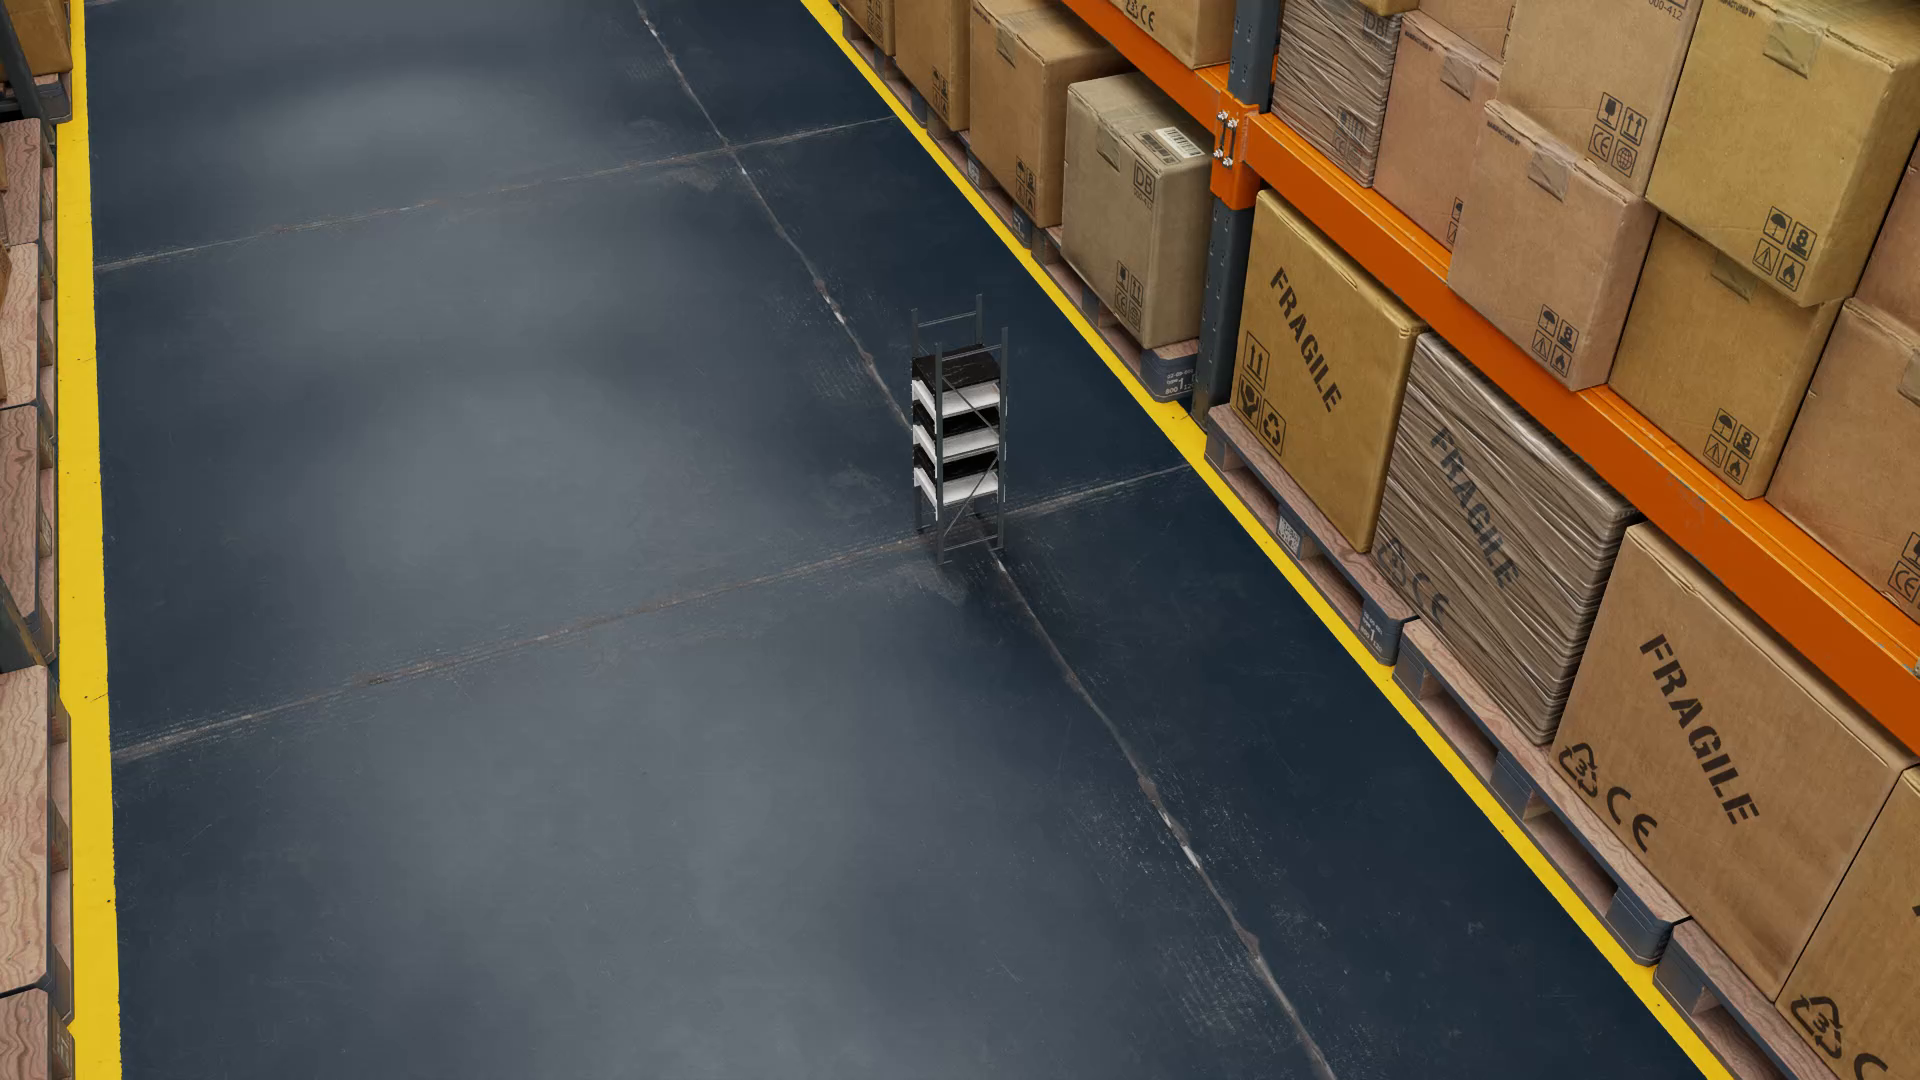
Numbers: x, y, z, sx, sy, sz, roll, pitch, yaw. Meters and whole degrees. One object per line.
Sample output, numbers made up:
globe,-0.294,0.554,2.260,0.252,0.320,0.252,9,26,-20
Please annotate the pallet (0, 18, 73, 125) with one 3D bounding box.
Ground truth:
pallet,-5.030,-2.362,8.335,1.003,0.211,1.213,-15,43,-17

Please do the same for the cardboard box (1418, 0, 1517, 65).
cardboard box,1.781,-1.625,4.396,0.875,0.550,0.550,-15,43,-17

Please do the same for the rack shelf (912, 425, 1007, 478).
rack shelf,-0.003,-0.321,5.484,0.258,0.077,0.200,-15,43,-17

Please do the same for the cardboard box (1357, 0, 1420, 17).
cardboard box,1.464,-1.928,4.748,0.875,0.550,0.550,-15,43,-17

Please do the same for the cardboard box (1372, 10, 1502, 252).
cardboard box,1.738,-1.204,4.735,0.875,0.550,0.550,-15,43,-17

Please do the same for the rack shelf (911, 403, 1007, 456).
rack shelf,-0.003,-0.389,5.425,0.258,0.077,0.200,-15,43,-17

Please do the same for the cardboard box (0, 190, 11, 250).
cardboard box,-4.299,-1.415,6.674,0.700,0.500,0.500,-19,44,-20

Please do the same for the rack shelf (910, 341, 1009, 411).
rack shelf,-0.003,-0.526,5.308,0.258,0.077,0.200,-15,43,-17

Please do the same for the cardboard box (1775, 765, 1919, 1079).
cardboard box,2.564,0.972,3.627,0.875,0.875,0.875,-15,43,-17

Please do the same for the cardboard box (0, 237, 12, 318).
cardboard box,-4.075,-1.075,6.279,0.700,0.500,0.500,-12,42,-13

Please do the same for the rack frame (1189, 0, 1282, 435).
rack frame,1.354,-1.692,5.417,1.000,3.000,0.127,-15,43,-17

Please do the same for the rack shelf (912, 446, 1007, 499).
rack shelf,-0.003,-0.253,5.543,0.258,0.077,0.200,-15,43,-17

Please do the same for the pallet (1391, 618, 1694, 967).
pallet,2.044,0.579,4.915,1.003,0.211,1.213,-15,43,-17

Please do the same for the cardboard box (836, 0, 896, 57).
cardboard box,-0.026,-3.019,8.363,1.050,0.750,0.750,-16,43,-17

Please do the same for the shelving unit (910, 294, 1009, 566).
shelving unit,-0.003,-0.346,5.462,0.258,0.900,0.210,-15,43,-17

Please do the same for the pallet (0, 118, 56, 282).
pallet,-4.500,-1.397,7.213,1.003,0.211,1.213,-15,43,-17

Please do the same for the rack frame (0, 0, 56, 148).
rack frame,-4.797,-2.925,6.851,1.000,3.000,0.127,-15,43,-17

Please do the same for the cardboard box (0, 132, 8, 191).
cardboard box,-4.523,-1.746,7.059,0.700,0.500,0.500,-17,44,-19

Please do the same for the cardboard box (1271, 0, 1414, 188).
cardboard box,1.506,-1.530,5.113,0.875,0.550,0.550,-15,43,-17

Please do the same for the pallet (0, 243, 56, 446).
pallet,-4.037,-0.663,6.359,1.003,0.211,1.213,-15,43,-17

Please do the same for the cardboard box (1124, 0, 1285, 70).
cardboard box,0.908,-1.978,5.673,0.500,0.500,0.500,-15,43,-17

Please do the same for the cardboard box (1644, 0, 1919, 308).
cardboard box,2.071,-0.949,3.609,0.875,0.550,0.500,-15,43,-17

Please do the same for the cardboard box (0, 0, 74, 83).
cardboard box,-5.042,-2.700,7.897,1.225,0.875,0.875,-17,44,-19

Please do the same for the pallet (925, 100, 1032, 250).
pallet,0.519,-1.817,7.701,1.003,0.211,1.213,-15,43,-17

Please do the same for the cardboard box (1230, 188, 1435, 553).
cardboard box,1.530,-0.650,5.512,0.875,0.875,0.875,-14,43,-16

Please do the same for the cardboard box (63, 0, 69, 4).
cardboard box,-5.376,-3.239,8.523,1.225,0.875,0.875,-15,43,-17

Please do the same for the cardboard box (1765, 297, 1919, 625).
cardboard box,2.372,-0.246,3.621,0.875,0.550,0.550,-15,43,-17

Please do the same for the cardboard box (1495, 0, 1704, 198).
cardboard box,1.861,-1.266,3.978,0.875,0.550,0.550,-15,43,-17

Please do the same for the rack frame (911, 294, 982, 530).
rack frame,-0.042,-0.407,5.534,0.240,0.900,0.006,-15,43,-17

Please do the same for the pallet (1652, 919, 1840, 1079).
pallet,2.506,1.313,4.062,1.003,0.211,1.213,-15,43,-17

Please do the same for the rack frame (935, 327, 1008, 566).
rack frame,0.036,-0.285,5.391,0.240,0.900,0.006,-15,43,-17

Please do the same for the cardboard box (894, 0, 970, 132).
cardboard box,0.311,-2.493,7.752,1.050,0.750,0.750,-14,43,-16

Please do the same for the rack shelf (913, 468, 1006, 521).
rack shelf,-0.003,-0.184,5.601,0.258,0.077,0.200,-15,43,-17

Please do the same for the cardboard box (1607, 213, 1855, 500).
cardboard box,2.131,-0.555,3.980,0.875,0.550,0.500,-15,43,-17

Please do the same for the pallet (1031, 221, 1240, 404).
pallet,0.989,-1.081,6.845,1.003,0.211,1.213,-15,43,-17

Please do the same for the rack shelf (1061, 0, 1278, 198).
rack shelf,0.589,-2.624,7.053,1.077,0.370,4.000,-15,43,-17

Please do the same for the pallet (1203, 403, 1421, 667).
pallet,1.573,-0.157,5.771,1.003,0.211,1.213,-15,43,-17

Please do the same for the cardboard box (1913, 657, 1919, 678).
cardboard box,2.470,0.122,3.192,0.875,0.550,0.550,-15,43,-17

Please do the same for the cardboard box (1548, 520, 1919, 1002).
cardboard box,2.226,0.442,4.243,0.875,0.875,0.875,-16,43,-18

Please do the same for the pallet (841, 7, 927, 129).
pallet,0.056,-2.551,8.554,1.003,0.211,1.213,-15,43,-17

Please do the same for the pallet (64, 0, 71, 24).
pallet,-5.492,-3.096,9.188,1.003,0.211,1.213,-15,43,-17

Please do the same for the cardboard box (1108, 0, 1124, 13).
cardboard box,0.714,-2.282,6.027,0.500,0.500,0.500,-16,43,-17

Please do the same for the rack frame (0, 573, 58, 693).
rack frame,-3.267,-0.516,4.049,1.000,3.000,0.127,-15,43,-17

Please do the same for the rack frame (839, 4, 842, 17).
rack frame,-0.176,-4.102,8.219,1.000,3.000,0.127,-15,43,-17

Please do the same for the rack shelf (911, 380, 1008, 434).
rack shelf,-0.003,-0.457,5.367,0.258,0.077,0.200,-15,43,-17

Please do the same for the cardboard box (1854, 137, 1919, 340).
cardboard box,2.394,-0.662,3.276,0.875,0.550,0.550,-15,43,-17

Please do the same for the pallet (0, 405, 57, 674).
pallet,-3.566,0.073,5.503,1.003,0.211,1.213,-15,43,-17

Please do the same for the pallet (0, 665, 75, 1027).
pallet,-2.977,0.937,4.498,1.003,0.211,1.213,-15,43,-17

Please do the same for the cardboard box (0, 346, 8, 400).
cardboard box,-3.862,-0.739,5.888,0.700,0.500,0.500,-19,44,-20

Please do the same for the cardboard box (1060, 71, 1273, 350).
cardboard box,1.034,-1.350,6.423,1.050,0.750,0.750,-15,43,-17

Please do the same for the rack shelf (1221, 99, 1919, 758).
rack shelf,2.119,-0.215,4.251,1.077,0.370,4.000,-15,43,-17

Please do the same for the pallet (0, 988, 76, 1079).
pallet,-2.507,1.673,3.642,1.003,0.211,1.213,-15,43,-17

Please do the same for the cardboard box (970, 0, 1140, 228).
cardboard box,0.668,-1.932,7.099,1.050,0.750,0.750,-15,43,-17

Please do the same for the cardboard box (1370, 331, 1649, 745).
cardboard box,1.879,-0.107,4.882,0.875,0.875,0.875,-15,43,-17

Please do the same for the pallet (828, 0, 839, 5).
pallet,-0.474,-3.516,9.676,1.003,0.211,1.213,-15,43,-17

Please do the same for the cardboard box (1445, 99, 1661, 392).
cardboard box,1.836,-0.850,4.322,0.875,0.550,0.550,-15,43,-17
